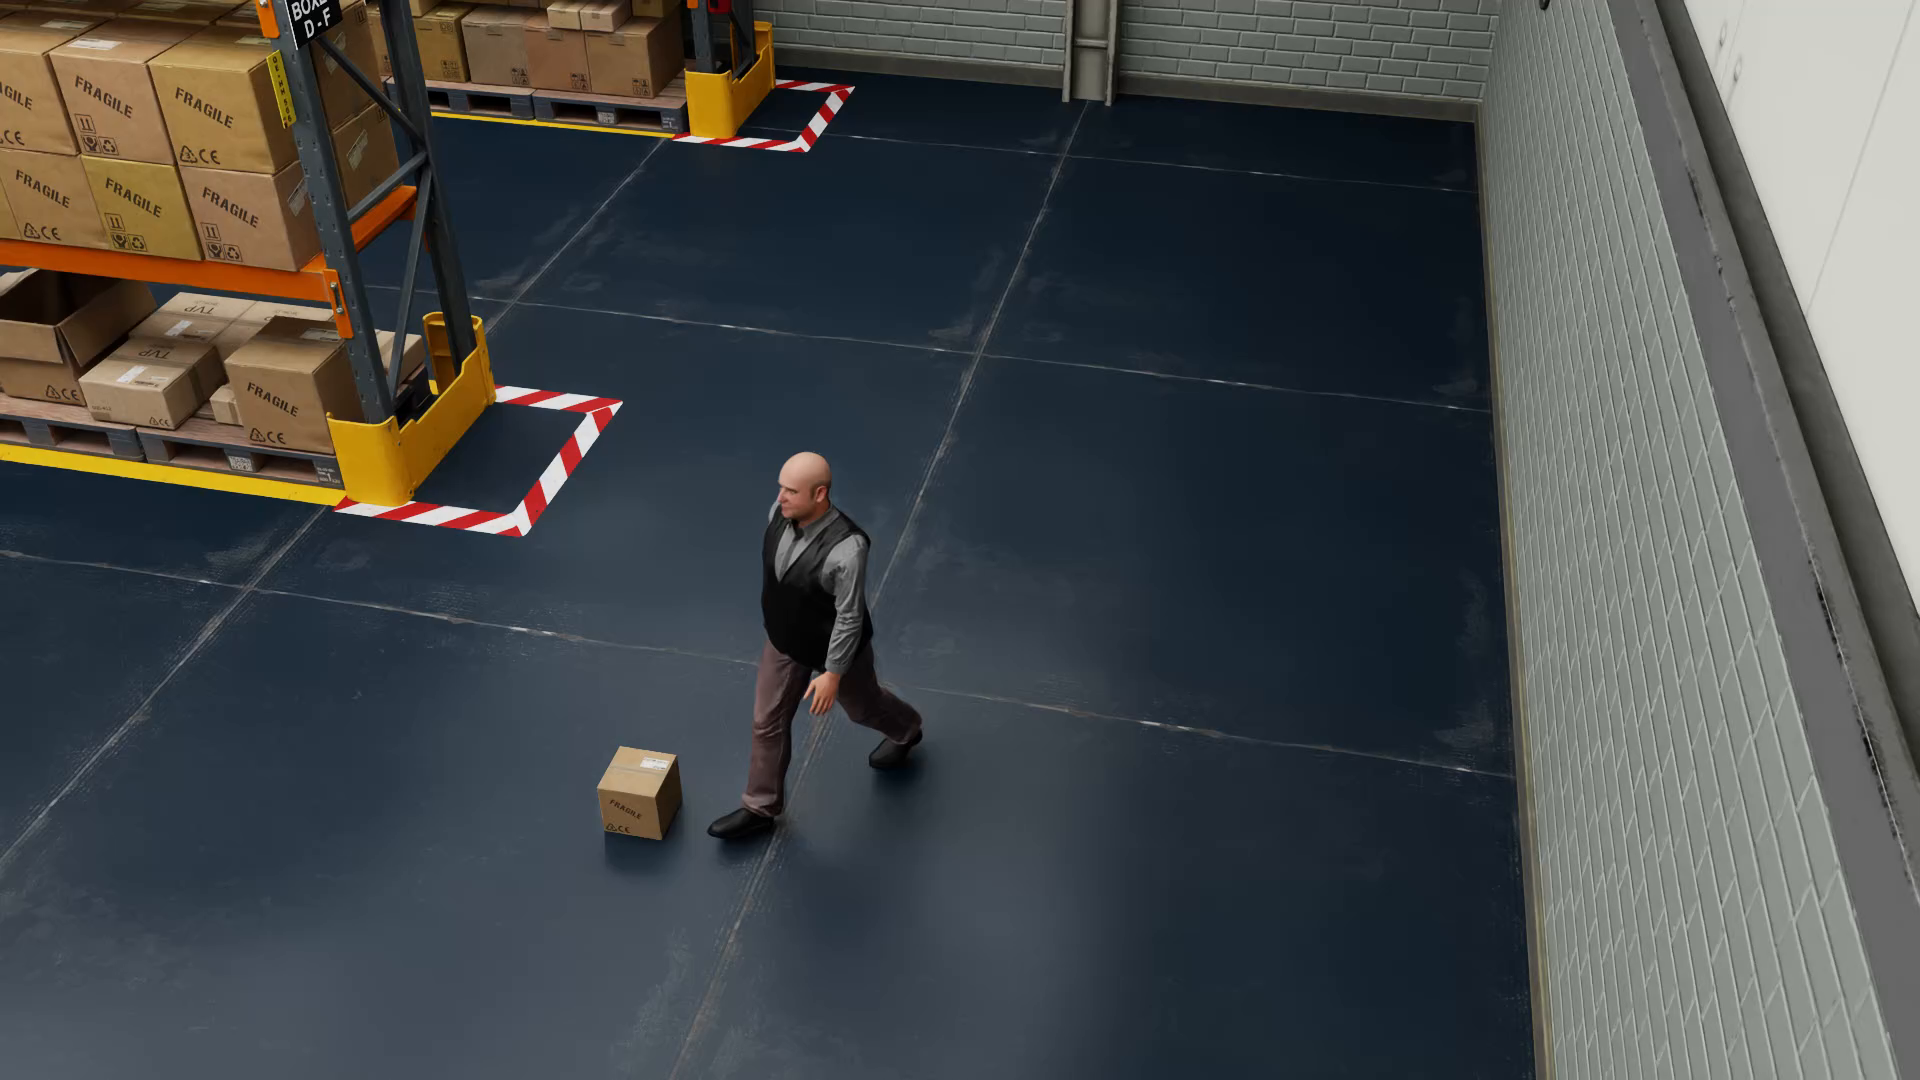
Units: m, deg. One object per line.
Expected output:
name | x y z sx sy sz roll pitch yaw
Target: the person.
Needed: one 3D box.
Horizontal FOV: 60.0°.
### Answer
person | -0.570 0.401 6.464 0.559 1.685 1.024 26 44 31
